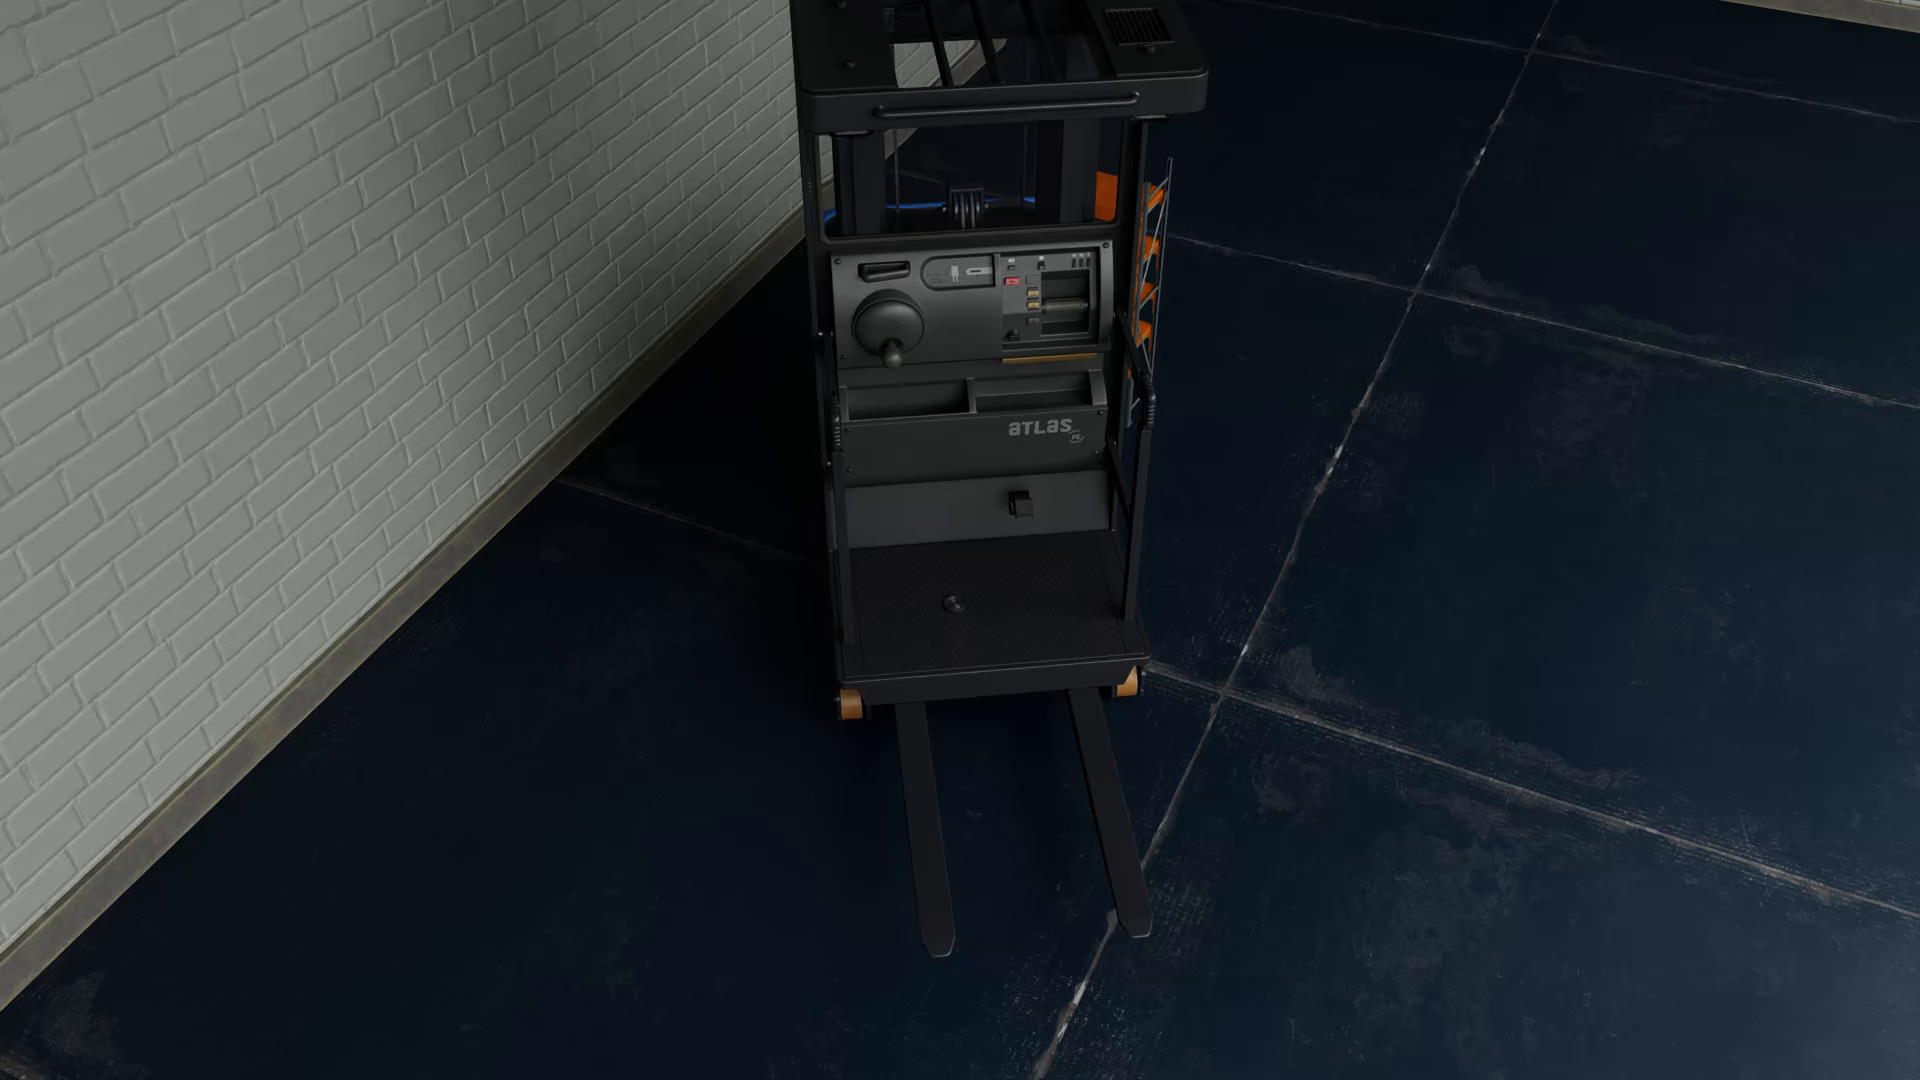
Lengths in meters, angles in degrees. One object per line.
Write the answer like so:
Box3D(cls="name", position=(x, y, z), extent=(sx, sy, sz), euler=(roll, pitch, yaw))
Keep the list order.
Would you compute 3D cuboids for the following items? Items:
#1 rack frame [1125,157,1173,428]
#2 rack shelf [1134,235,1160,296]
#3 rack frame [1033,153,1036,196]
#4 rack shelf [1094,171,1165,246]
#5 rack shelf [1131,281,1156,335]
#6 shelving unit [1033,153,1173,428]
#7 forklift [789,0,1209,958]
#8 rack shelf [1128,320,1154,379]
Box3D(cls="rack frame", position=(0.791, -1.017, 7.007), extent=(0.015, 1.200, 0.240), euler=(20, 45, 22))
Box3D(cls="rack shelf", position=(0.578, -1.213, 6.994), extent=(0.480, 0.148, 0.258), euler=(20, 45, 22))
Box3D(cls="rack frame", position=(0.365, -1.172, 7.186), extent=(0.015, 1.200, 0.240), euler=(20, 45, 22))
Box3D(cls="rack shelf", position=(0.578, -1.391, 6.839), extent=(0.480, 0.148, 0.258), euler=(20, 45, 22))
Box3D(cls="rack shelf", position=(0.578, -1.044, 7.141), extent=(0.480, 0.148, 0.258), euler=(20, 45, 22))
Box3D(cls="shelving unit", position=(0.578, -1.094, 7.097), extent=(0.503, 1.200, 0.258), euler=(20, 45, 22))
Box3D(cls="forklift", position=(0.071, -0.702, 5.322), extent=(1.130, 2.935, 3.031), euler=(-4, 41, -5))
Box3D(cls="rack shelf", position=(0.578, -0.894, 7.271), extent=(0.480, 0.148, 0.258), euler=(20, 45, 22))
